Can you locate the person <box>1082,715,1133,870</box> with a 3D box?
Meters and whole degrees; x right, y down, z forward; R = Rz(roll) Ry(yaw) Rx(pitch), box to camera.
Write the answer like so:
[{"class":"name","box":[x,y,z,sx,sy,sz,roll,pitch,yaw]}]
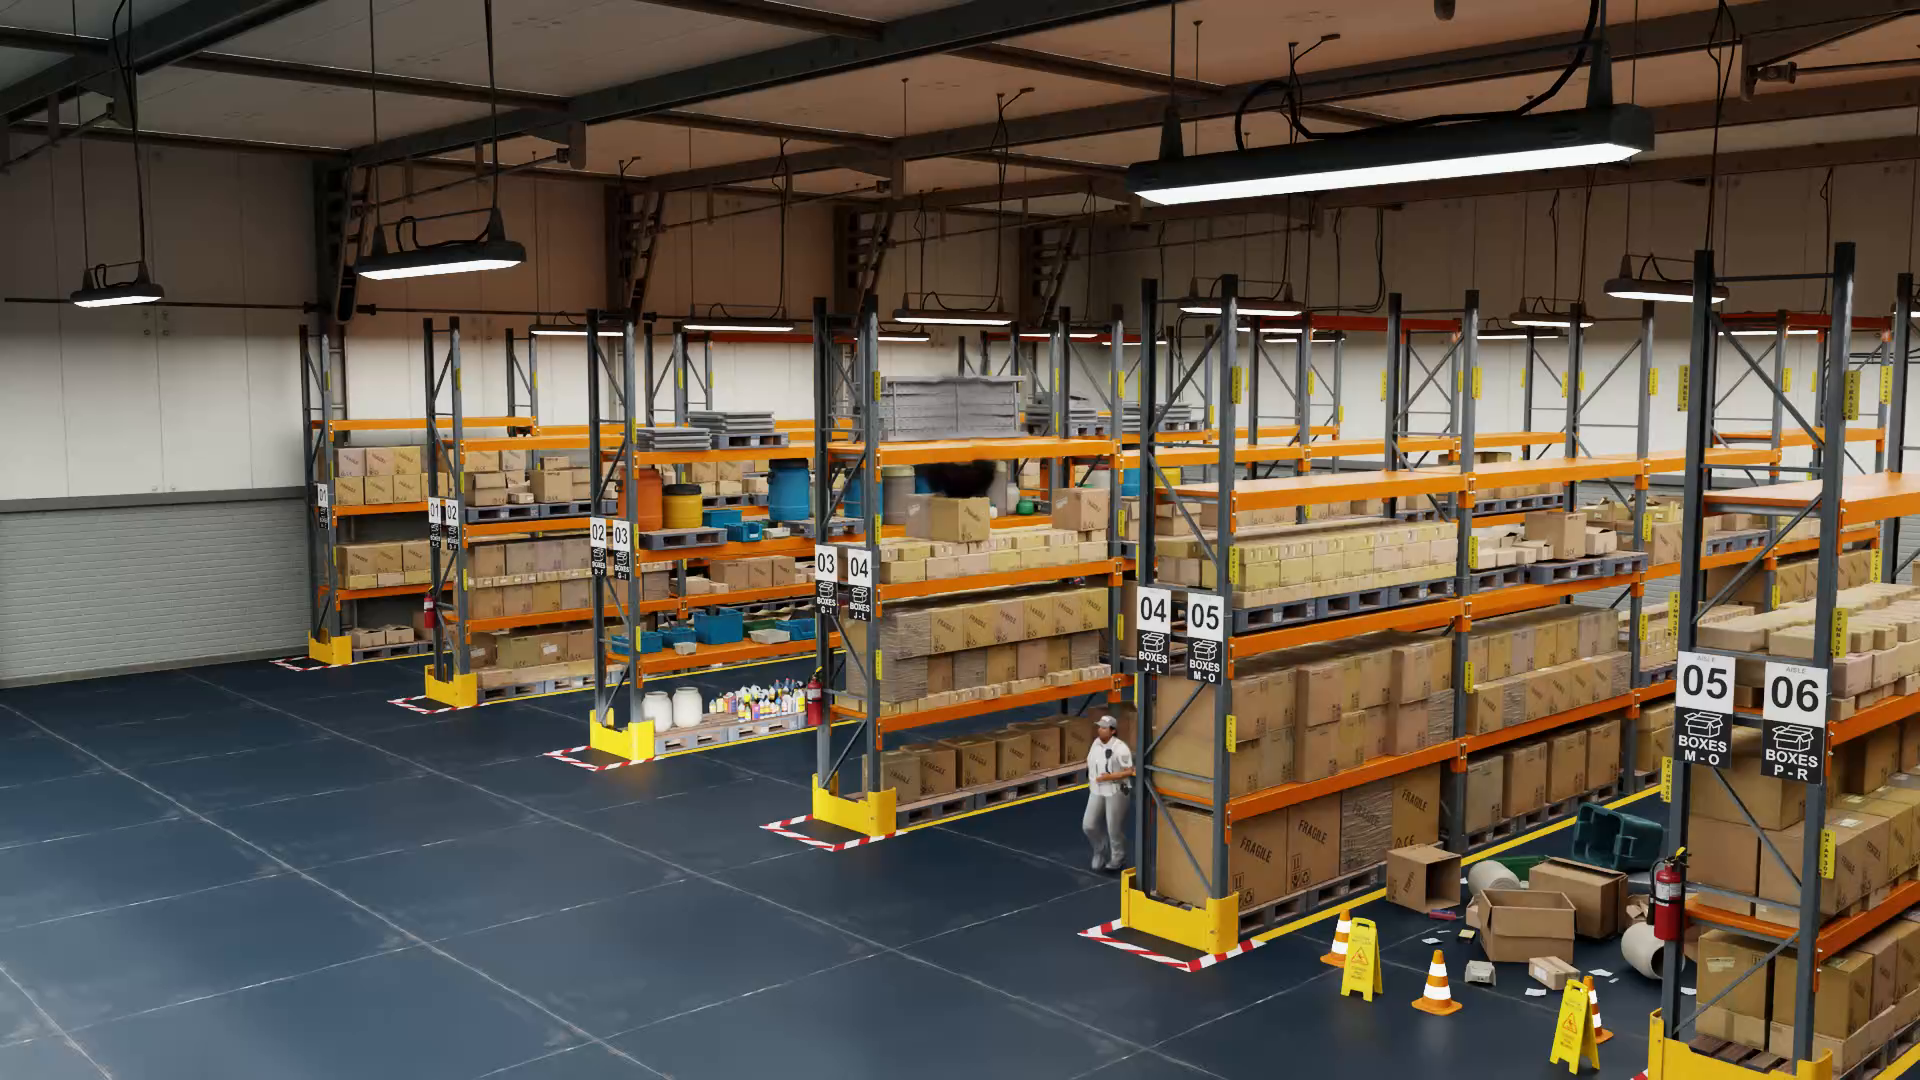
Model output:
[{"class":"person","box":[1.515,2.626,17.129,0.580,1.658,0.638,5,7,39]}]
